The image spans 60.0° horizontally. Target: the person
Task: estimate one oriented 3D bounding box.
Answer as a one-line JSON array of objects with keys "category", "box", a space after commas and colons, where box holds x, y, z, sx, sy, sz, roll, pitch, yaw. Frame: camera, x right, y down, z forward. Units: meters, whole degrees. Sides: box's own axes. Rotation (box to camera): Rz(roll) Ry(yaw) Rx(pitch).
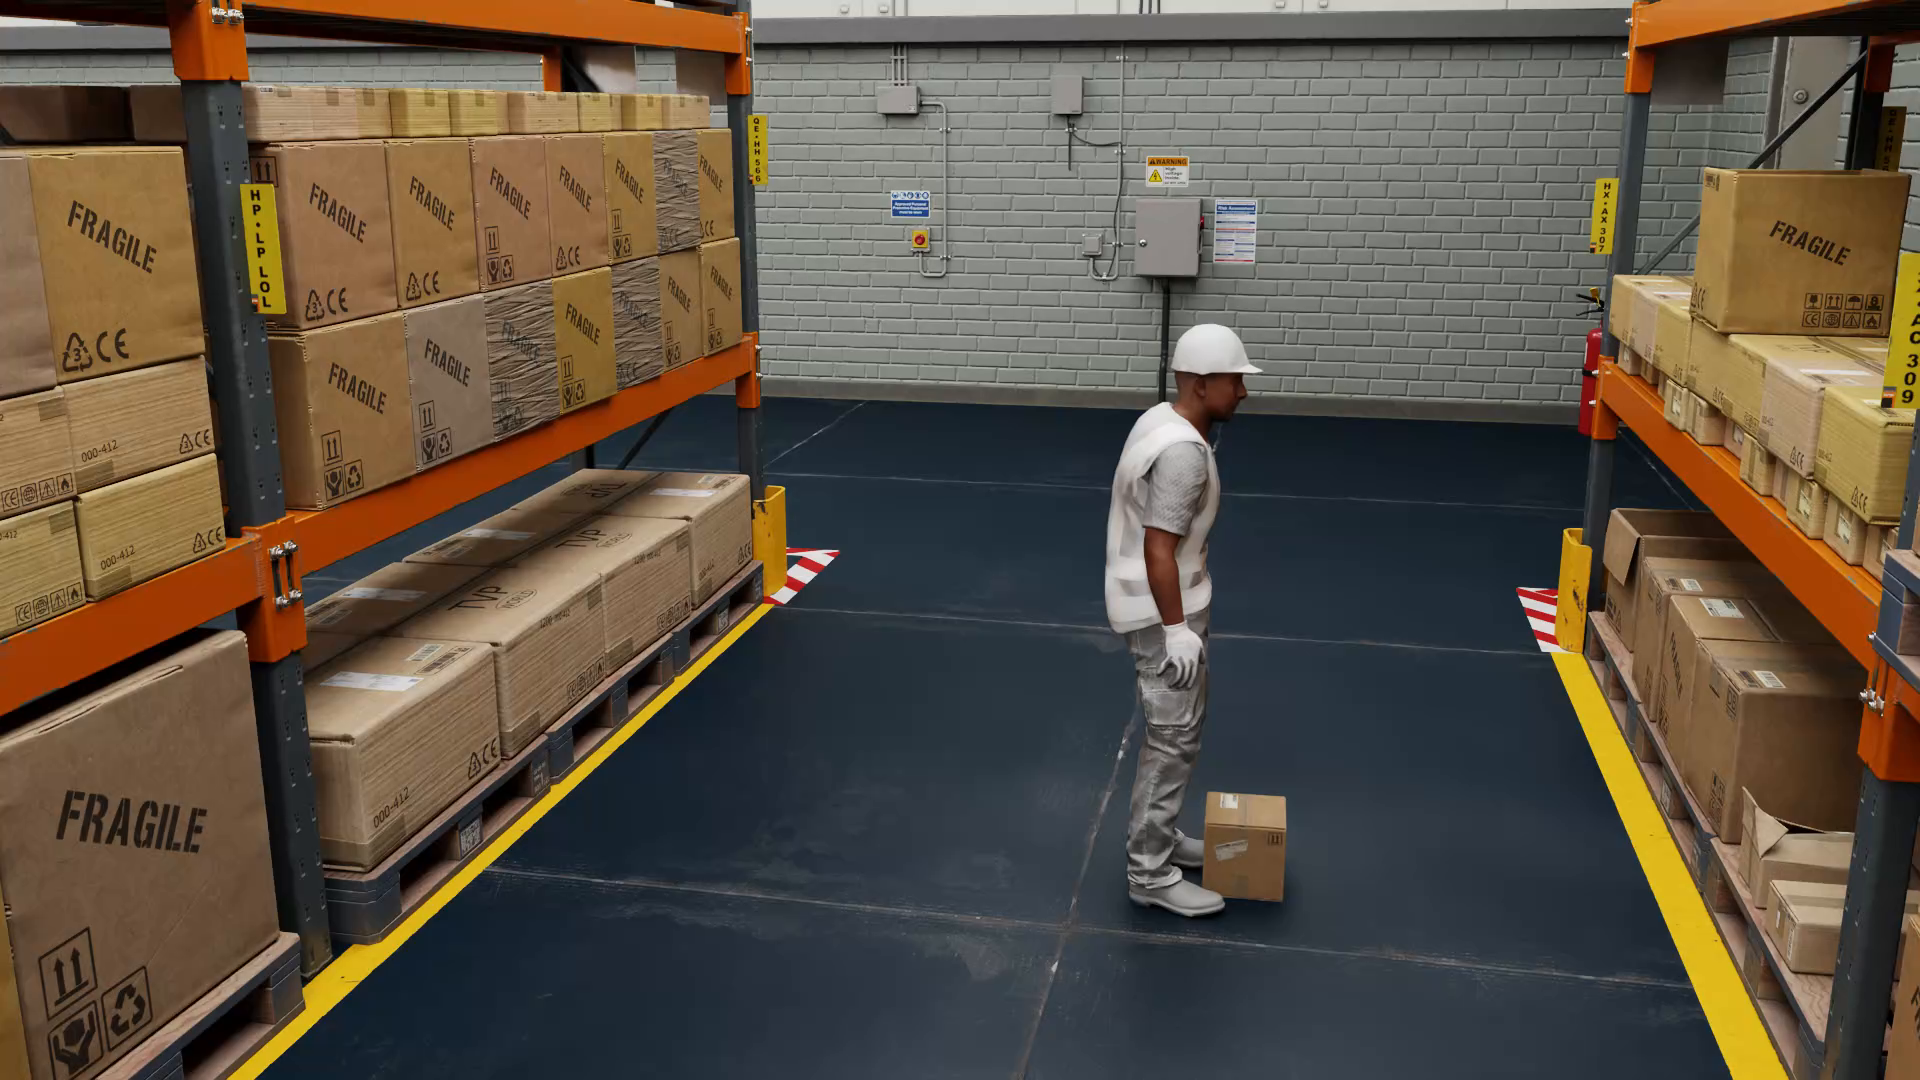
[{"category": "person", "box": [0.671, 0.226, 5.118, 0.452, 1.772, 0.615, 2, 15, 9]}]
